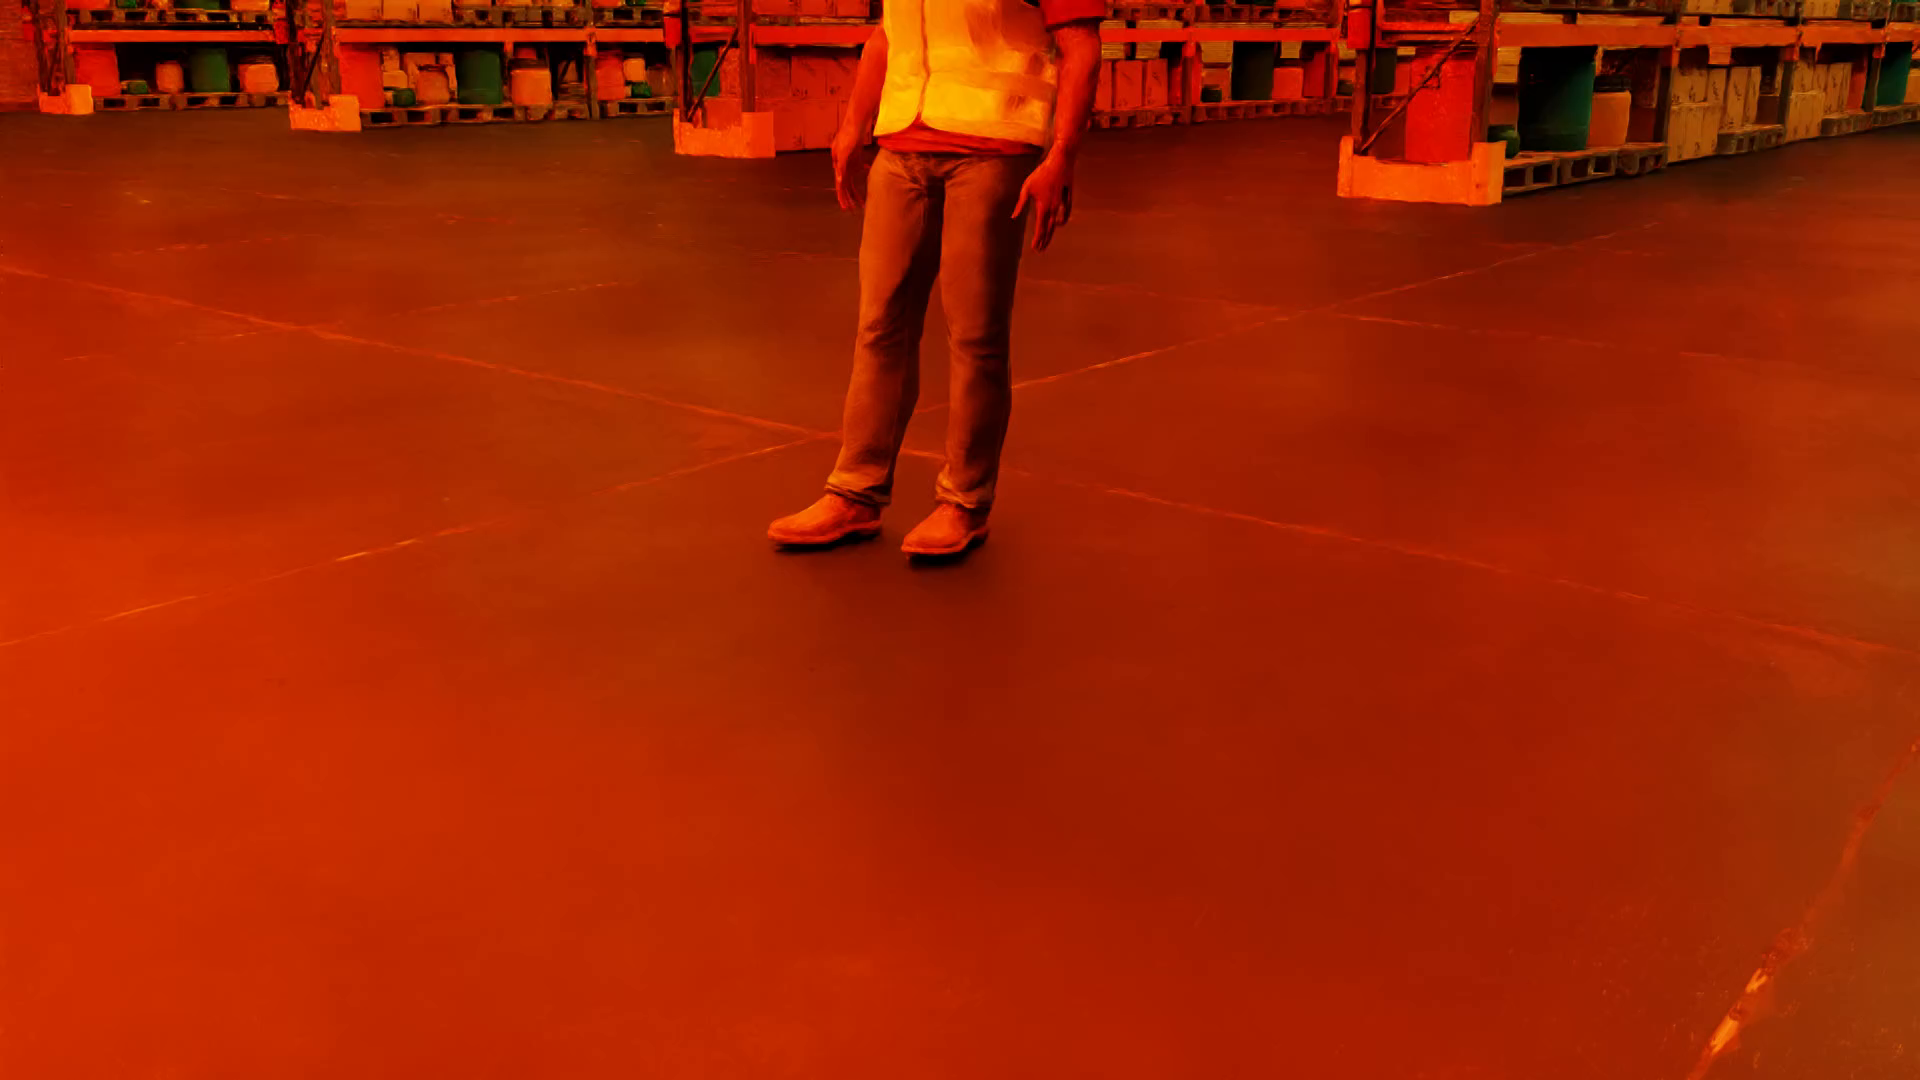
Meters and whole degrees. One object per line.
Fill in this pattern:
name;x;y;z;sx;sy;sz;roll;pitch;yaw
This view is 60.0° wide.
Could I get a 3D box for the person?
person;-0.049;-0.837;3.635;0.665;1.766;0.576;13;21;37
